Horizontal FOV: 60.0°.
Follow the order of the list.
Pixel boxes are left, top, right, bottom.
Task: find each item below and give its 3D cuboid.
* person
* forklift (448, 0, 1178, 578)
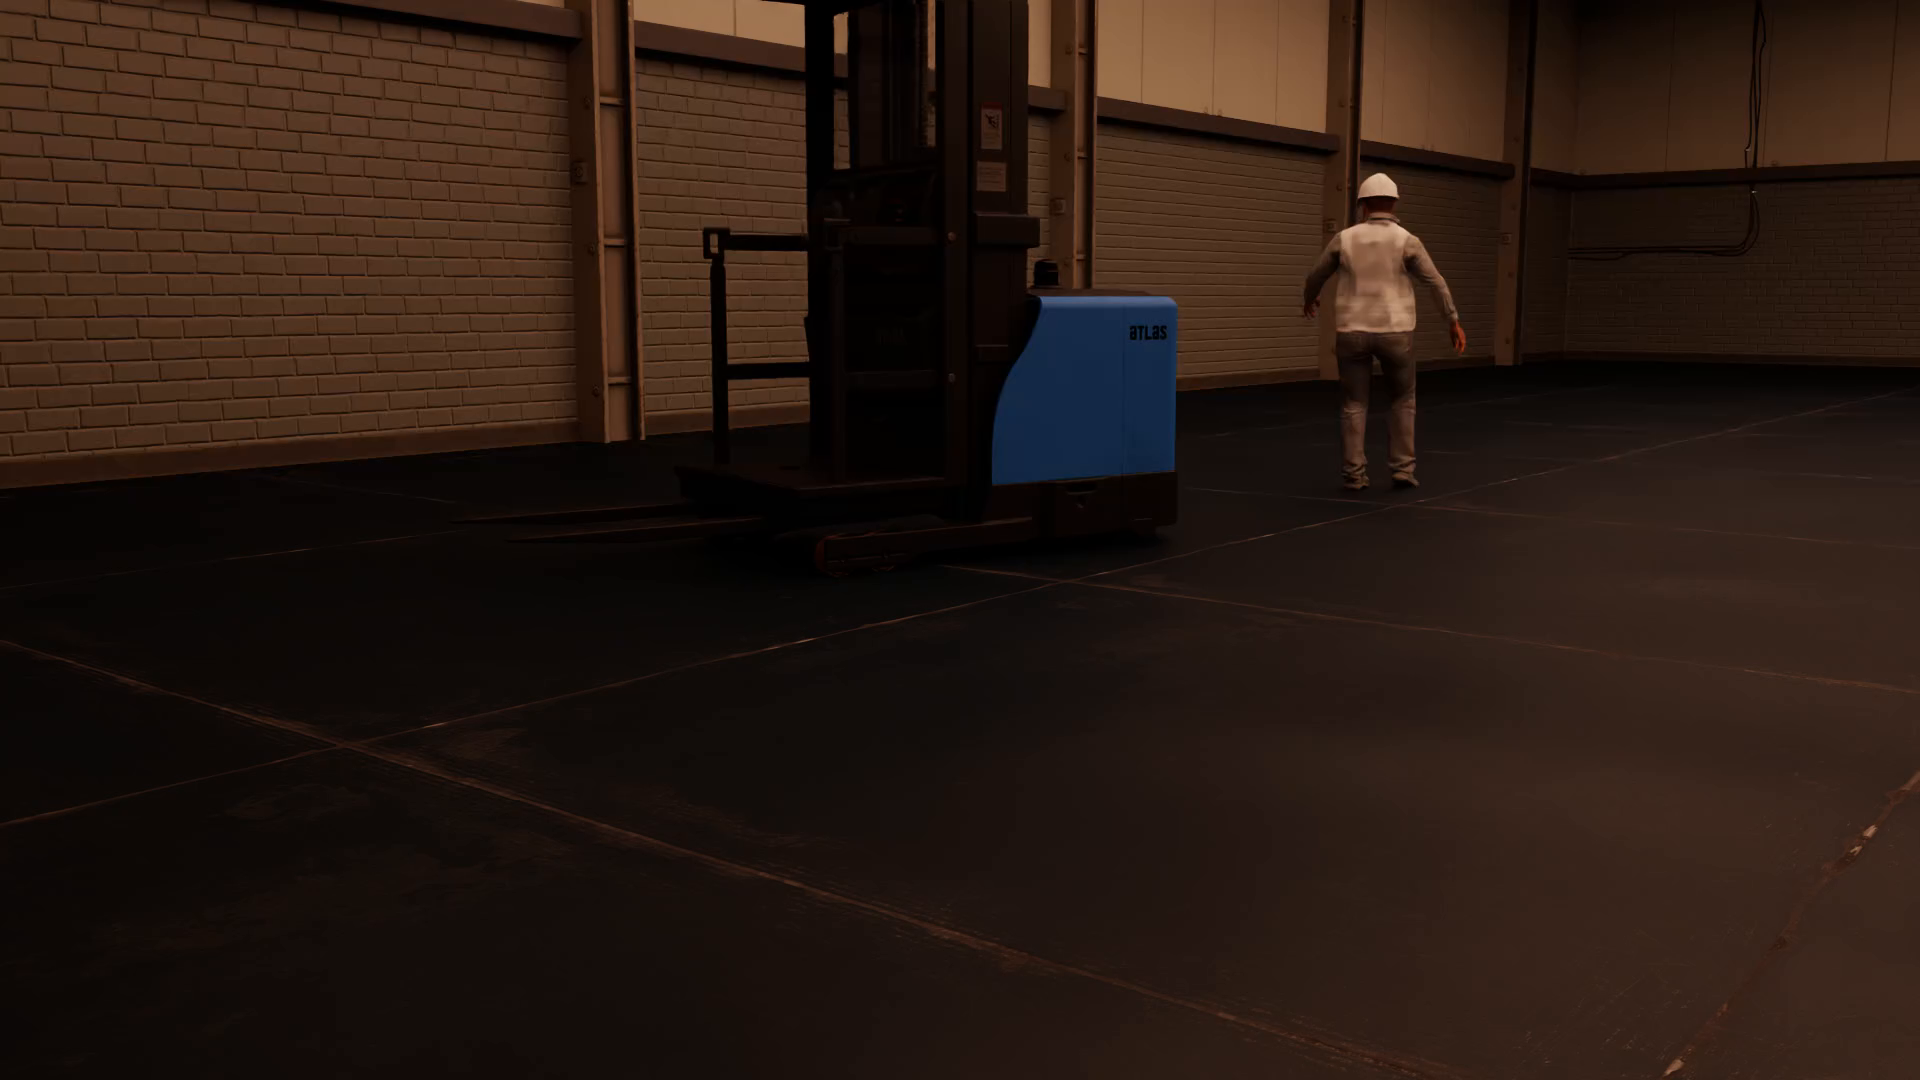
[{"bbox_3d":[2.373,-1.145,9.385,0.955,1.799,0.580,4,9,25],"label":"person"},{"bbox_3d":[-0.534,-1.391,6.787,3.031,2.935,1.130,-6,10,-34],"label":"forklift"}]
